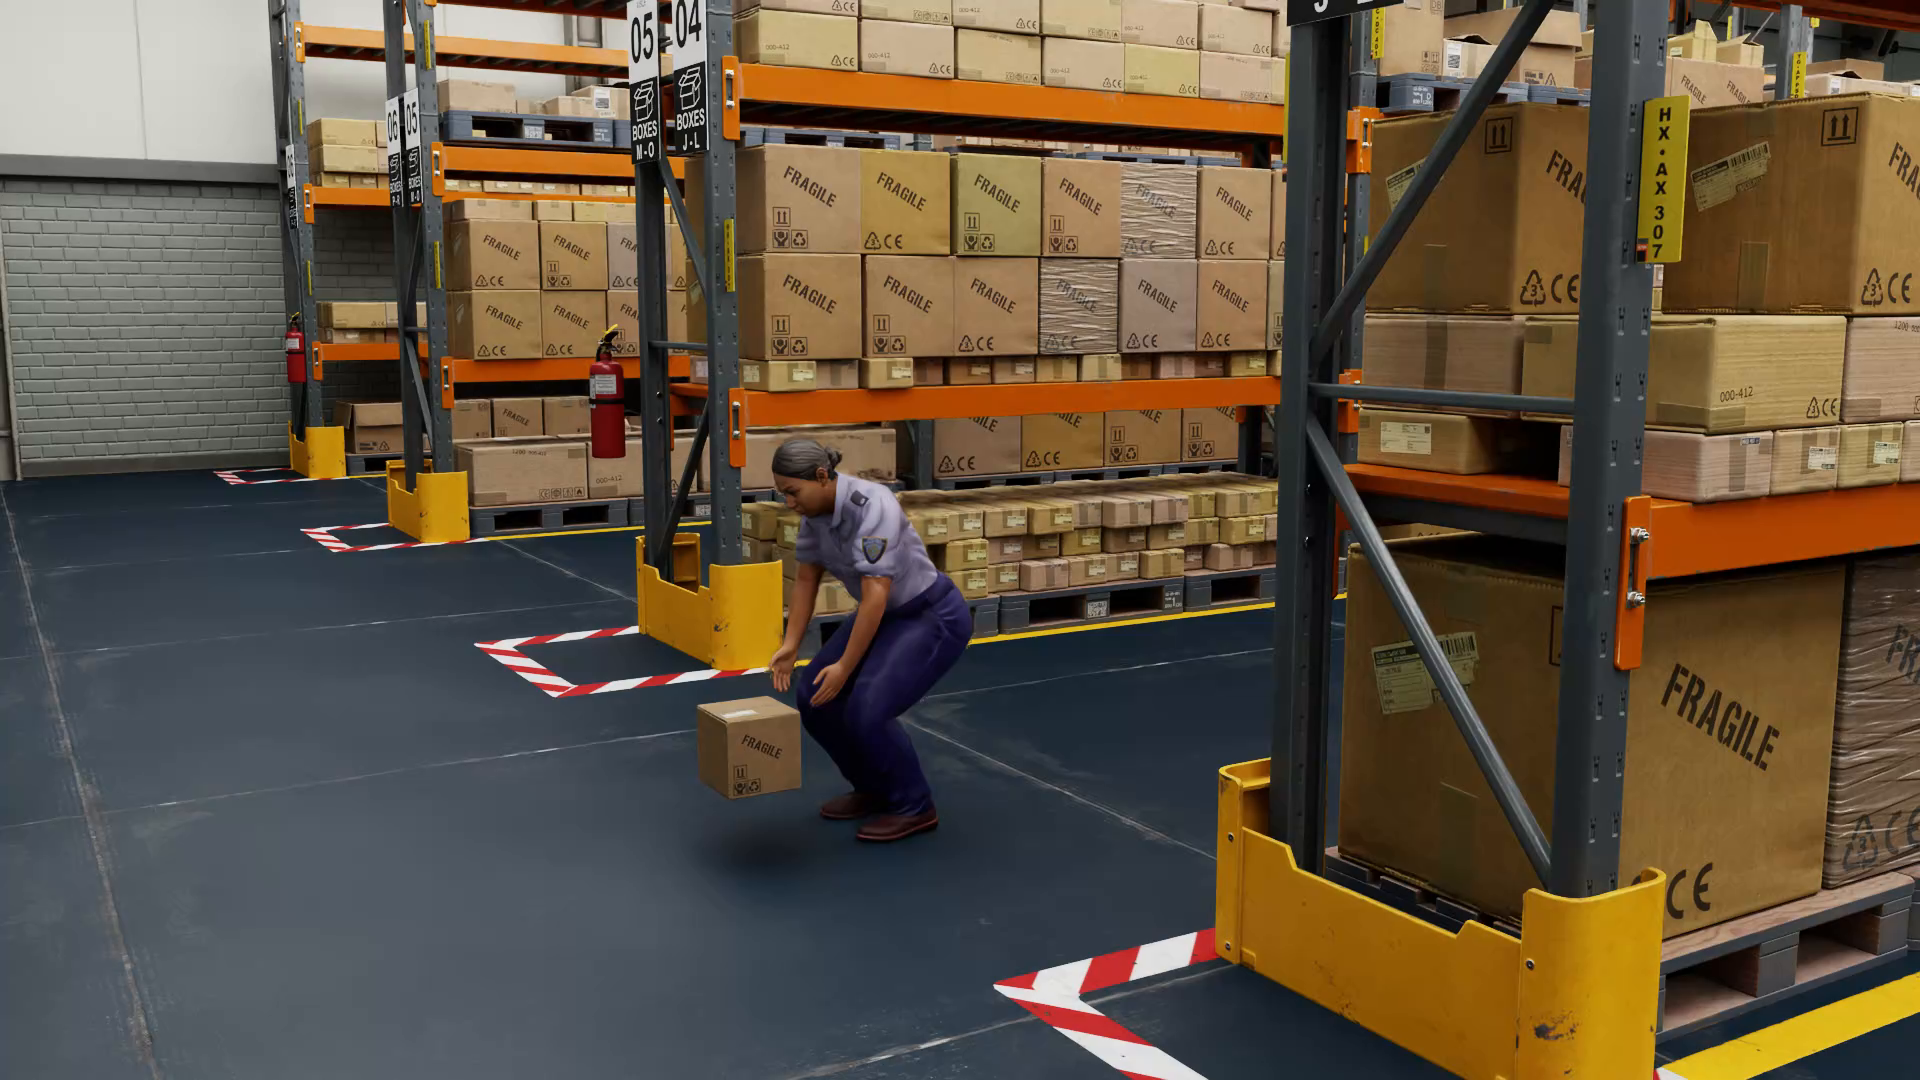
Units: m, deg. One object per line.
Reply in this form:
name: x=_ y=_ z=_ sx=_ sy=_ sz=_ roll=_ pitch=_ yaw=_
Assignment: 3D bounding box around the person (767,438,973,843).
person: x=-0.288 y=0.311 z=5.437 sx=0.688 sy=1.314 sz=0.536 roll=-5 pitch=10 yaw=-31
